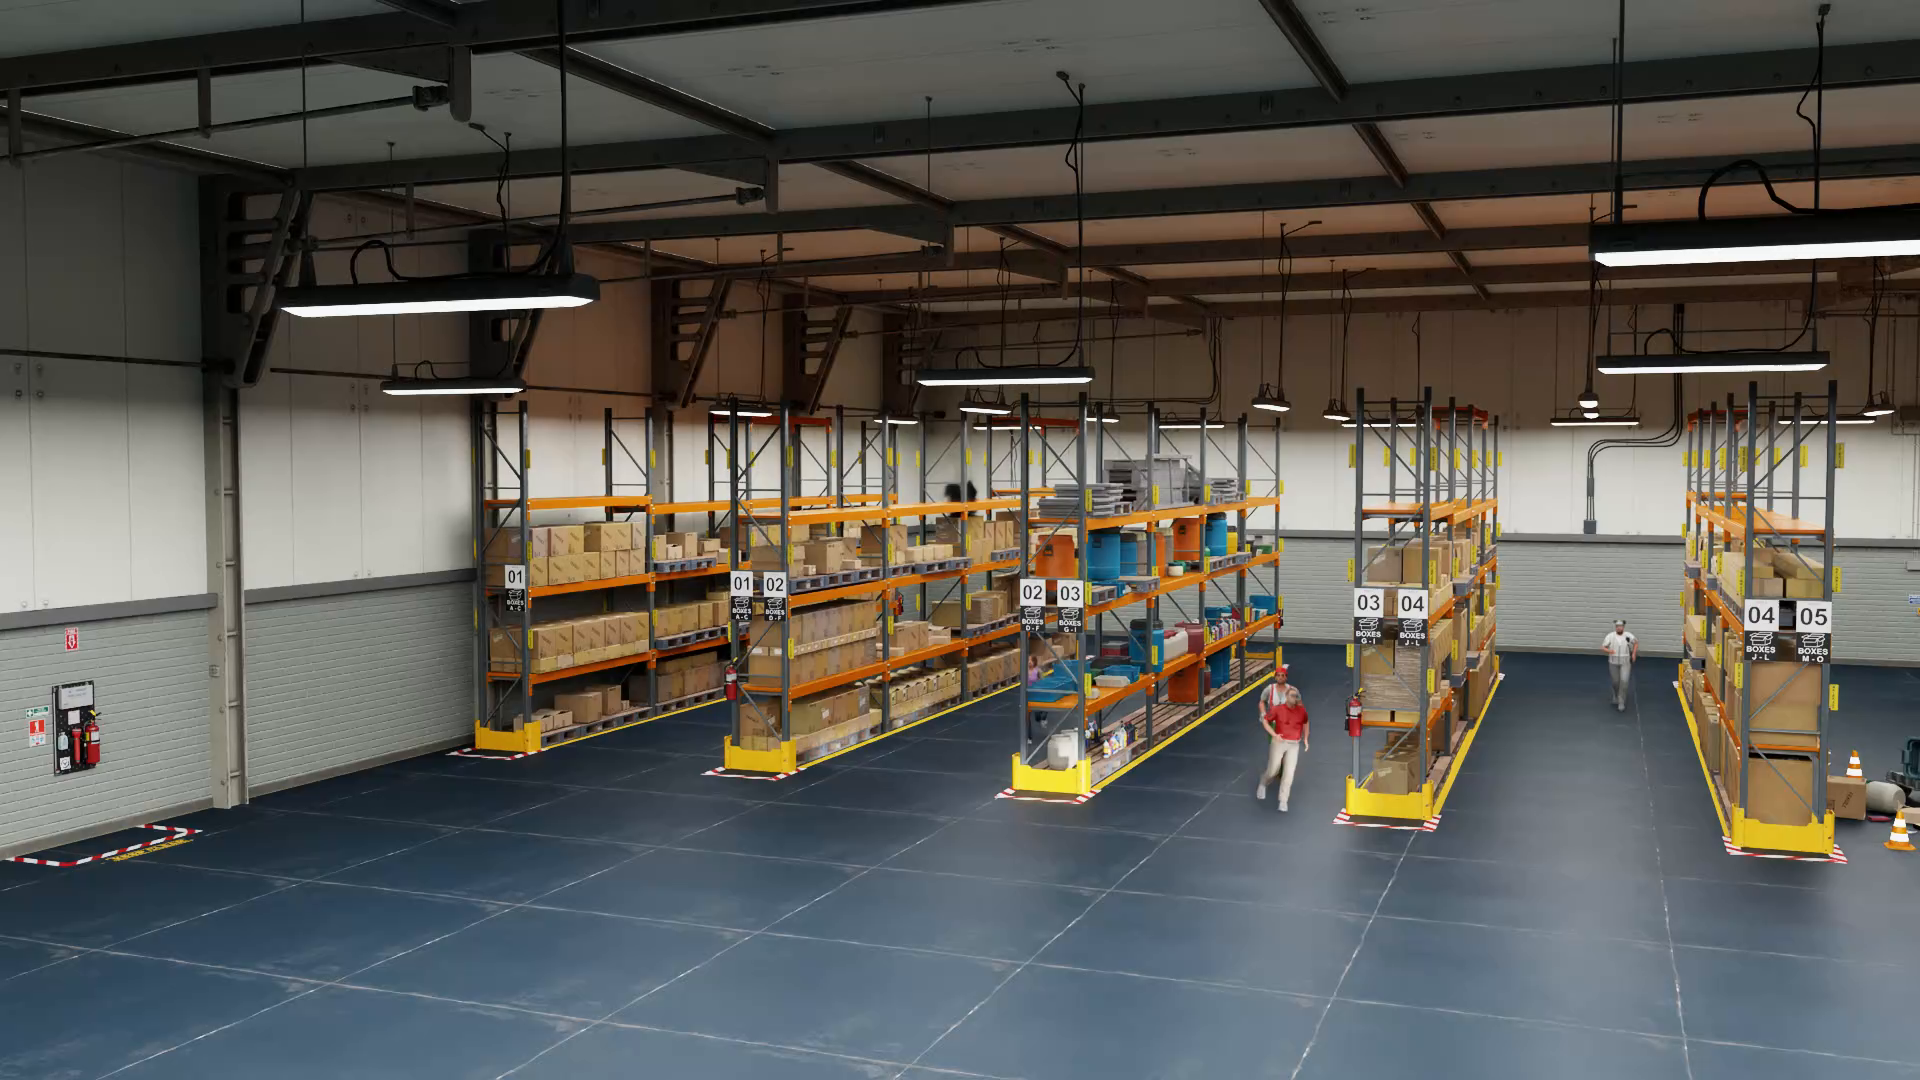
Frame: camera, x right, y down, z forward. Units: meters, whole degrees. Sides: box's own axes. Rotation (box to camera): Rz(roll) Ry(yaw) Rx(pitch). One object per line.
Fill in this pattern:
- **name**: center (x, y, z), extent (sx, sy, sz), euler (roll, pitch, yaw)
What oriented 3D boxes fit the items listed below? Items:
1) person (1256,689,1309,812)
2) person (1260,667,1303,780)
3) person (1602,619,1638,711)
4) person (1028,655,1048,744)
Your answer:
- **person**: center (4.712, 2.985, 23.939), extent (0.730, 1.689, 0.952), euler (0, 3, -4)
- **person**: center (5.059, 2.870, 26.211), extent (0.670, 1.752, 0.611), euler (1, 3, 12)
- **person**: center (13.275, 2.491, 33.479), extent (0.667, 1.819, 0.926), euler (1, 3, 26)
- **person**: center (1.297, 2.812, 29.423), extent (0.530, 1.570, 0.853), euler (1, 3, 23)
